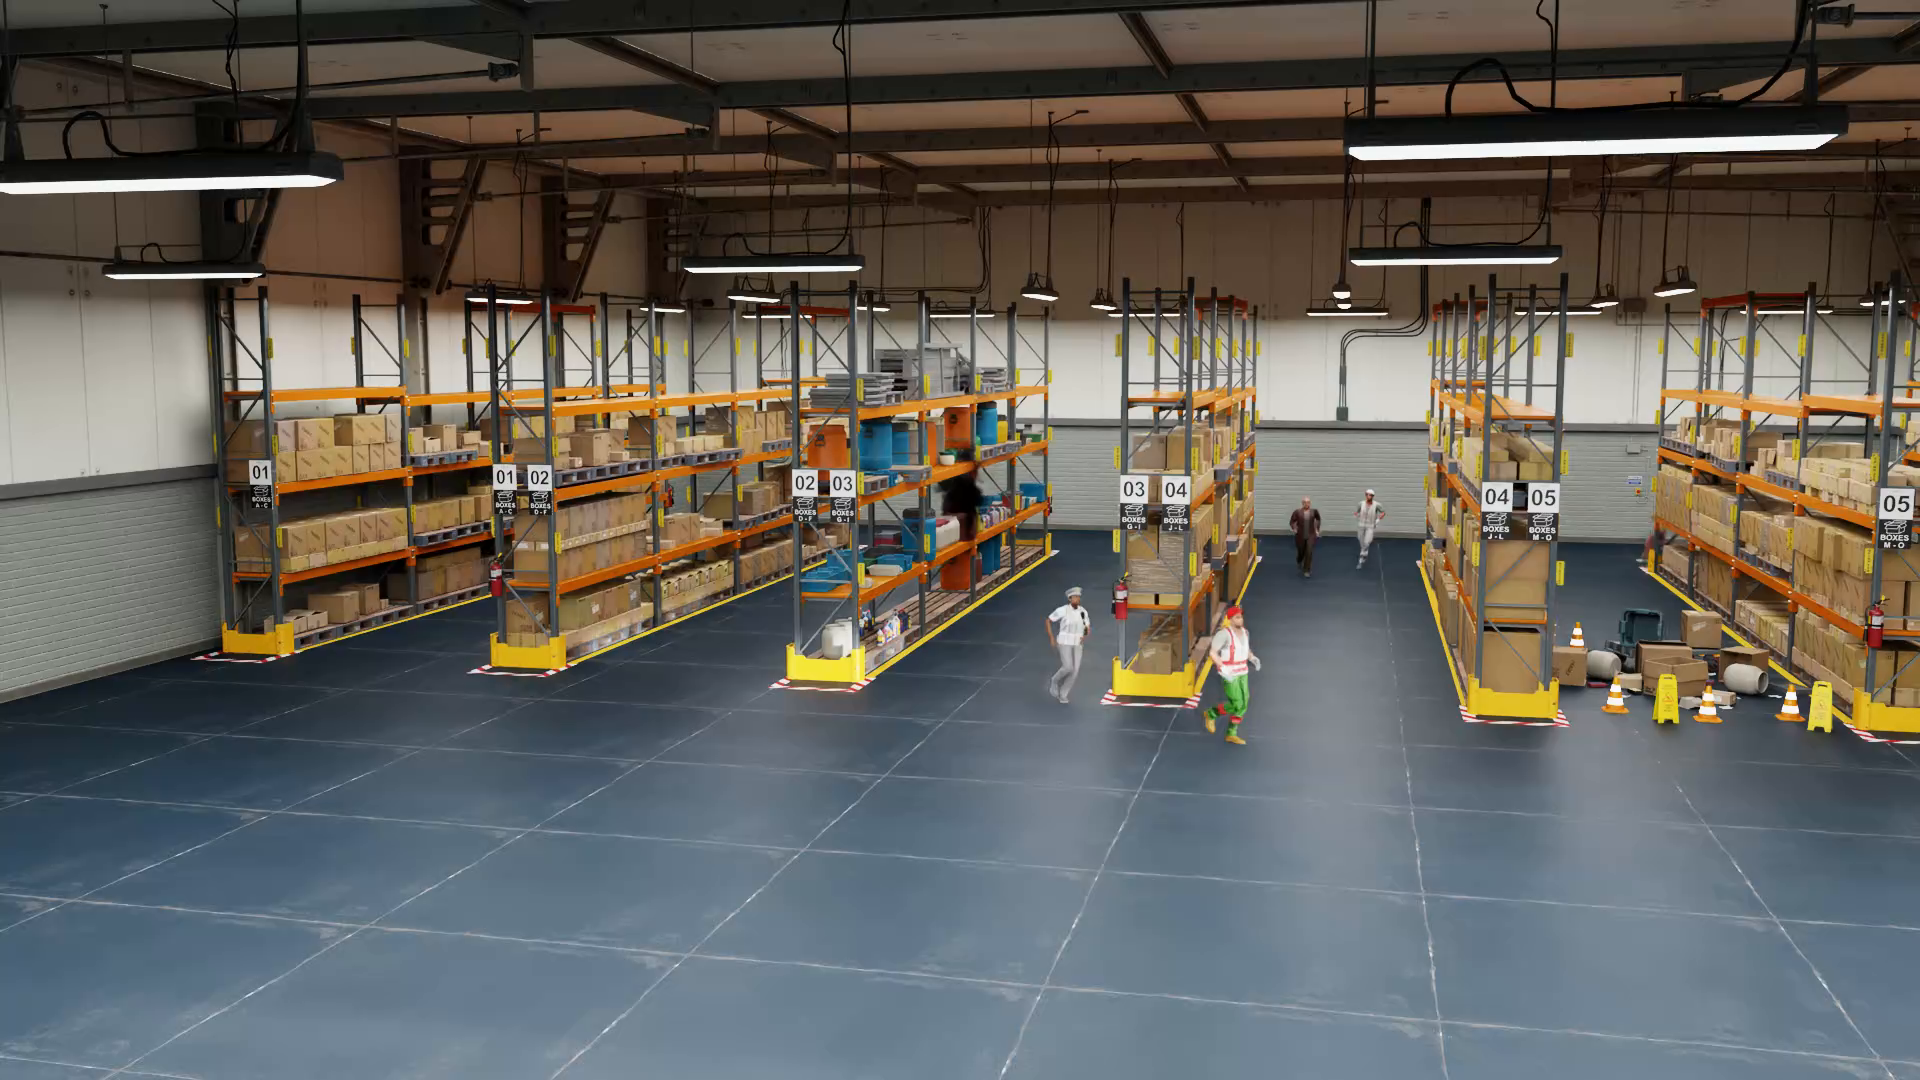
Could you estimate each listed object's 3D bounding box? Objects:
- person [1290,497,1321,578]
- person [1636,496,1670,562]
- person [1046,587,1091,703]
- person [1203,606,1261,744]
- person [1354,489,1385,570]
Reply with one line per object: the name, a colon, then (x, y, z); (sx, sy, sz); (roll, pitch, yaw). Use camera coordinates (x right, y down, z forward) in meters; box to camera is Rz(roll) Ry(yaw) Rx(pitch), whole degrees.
person: (7.615, -0.069, 36.680); (0.701, 1.739, 0.930); (1, 7, 6)
person: (16.244, -0.237, 38.591); (0.978, 1.605, 0.653); (3, 7, 21)
person: (1.592, 1.487, 23.600); (0.620, 1.644, 0.505); (-3, 7, -25)
person: (3.490, 1.710, 21.213); (0.649, 1.754, 0.616); (-5, 8, -39)
person: (9.333, -0.257, 38.040); (0.660, 1.819, 0.874); (4, 8, 33)
